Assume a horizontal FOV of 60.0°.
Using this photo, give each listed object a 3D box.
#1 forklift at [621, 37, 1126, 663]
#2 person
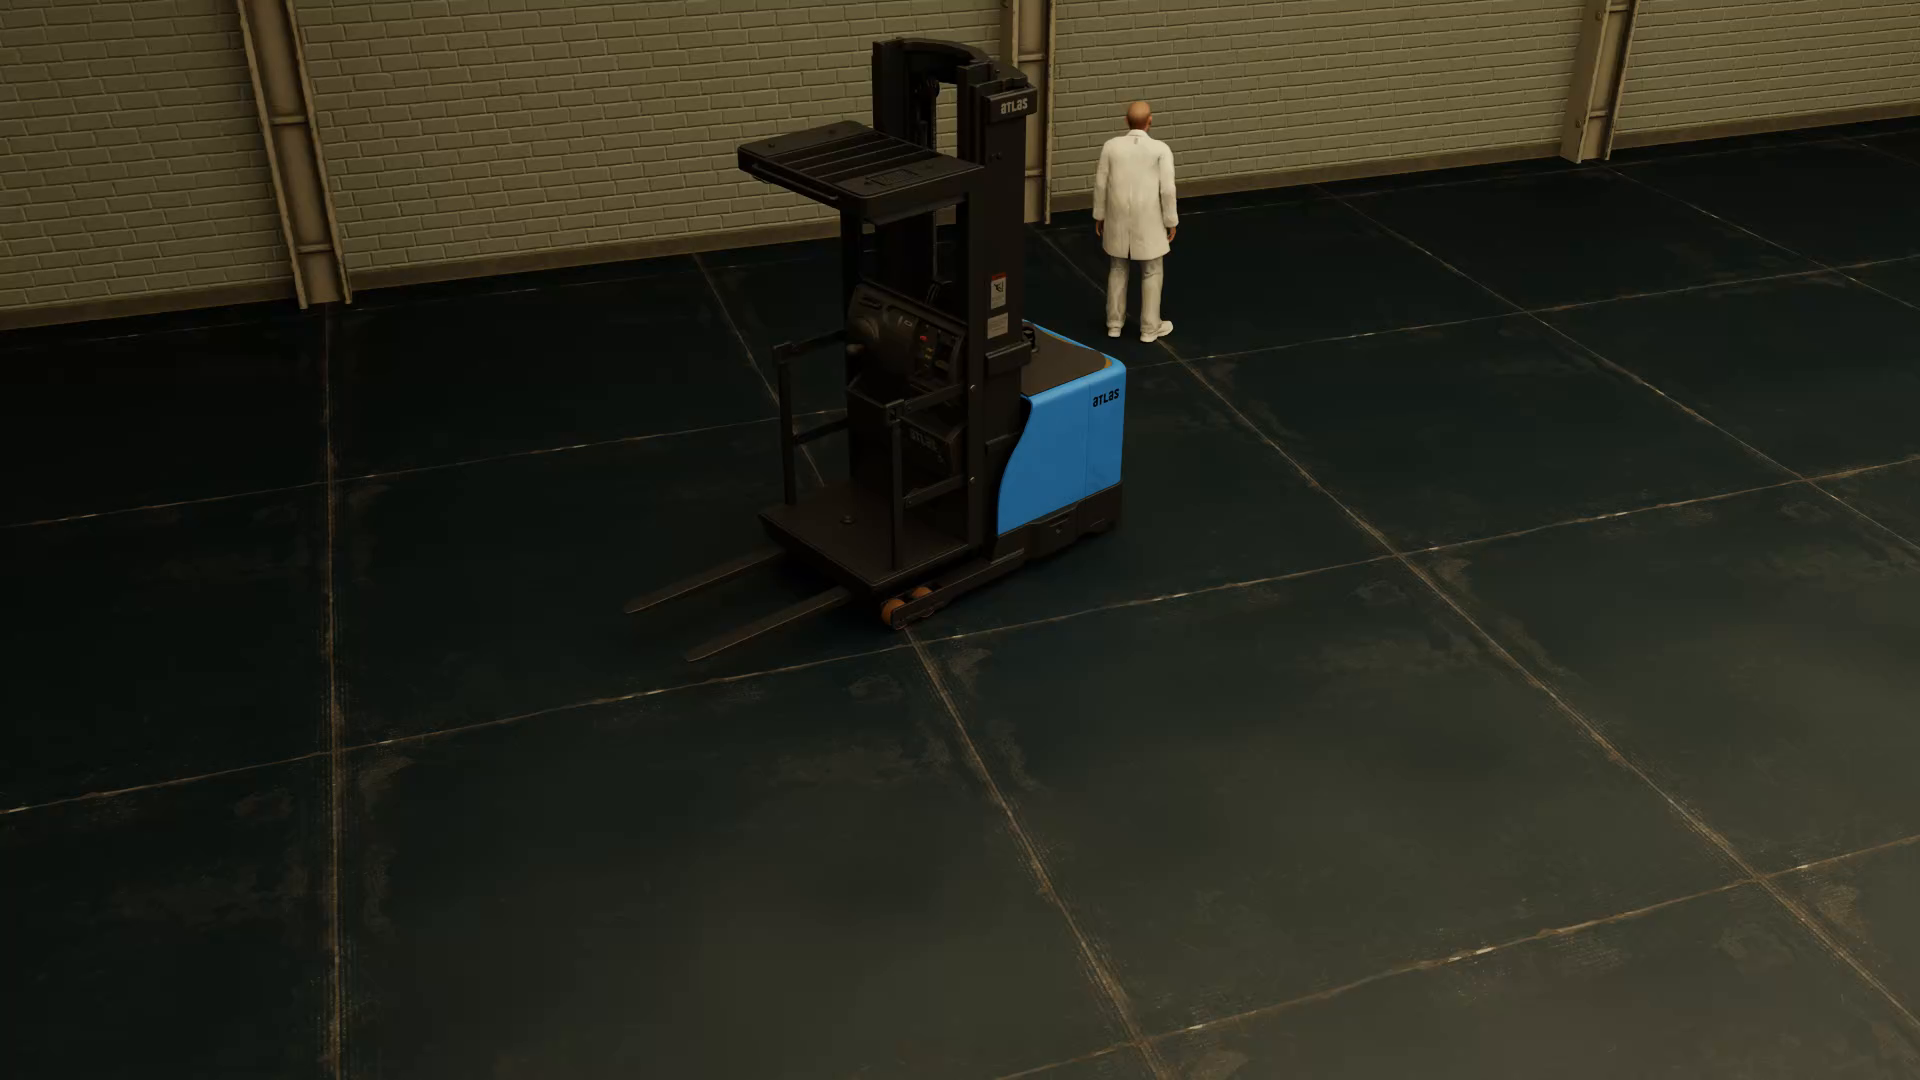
[{"bbox_3d":[-0.461,-1.072,8.951,3.031,2.935,1.130,-23,37,-34],"label":"forklift"},{"bbox_3d":[1.299,-2.366,12.360,0.653,1.774,0.431,11,32,18],"label":"person"}]
